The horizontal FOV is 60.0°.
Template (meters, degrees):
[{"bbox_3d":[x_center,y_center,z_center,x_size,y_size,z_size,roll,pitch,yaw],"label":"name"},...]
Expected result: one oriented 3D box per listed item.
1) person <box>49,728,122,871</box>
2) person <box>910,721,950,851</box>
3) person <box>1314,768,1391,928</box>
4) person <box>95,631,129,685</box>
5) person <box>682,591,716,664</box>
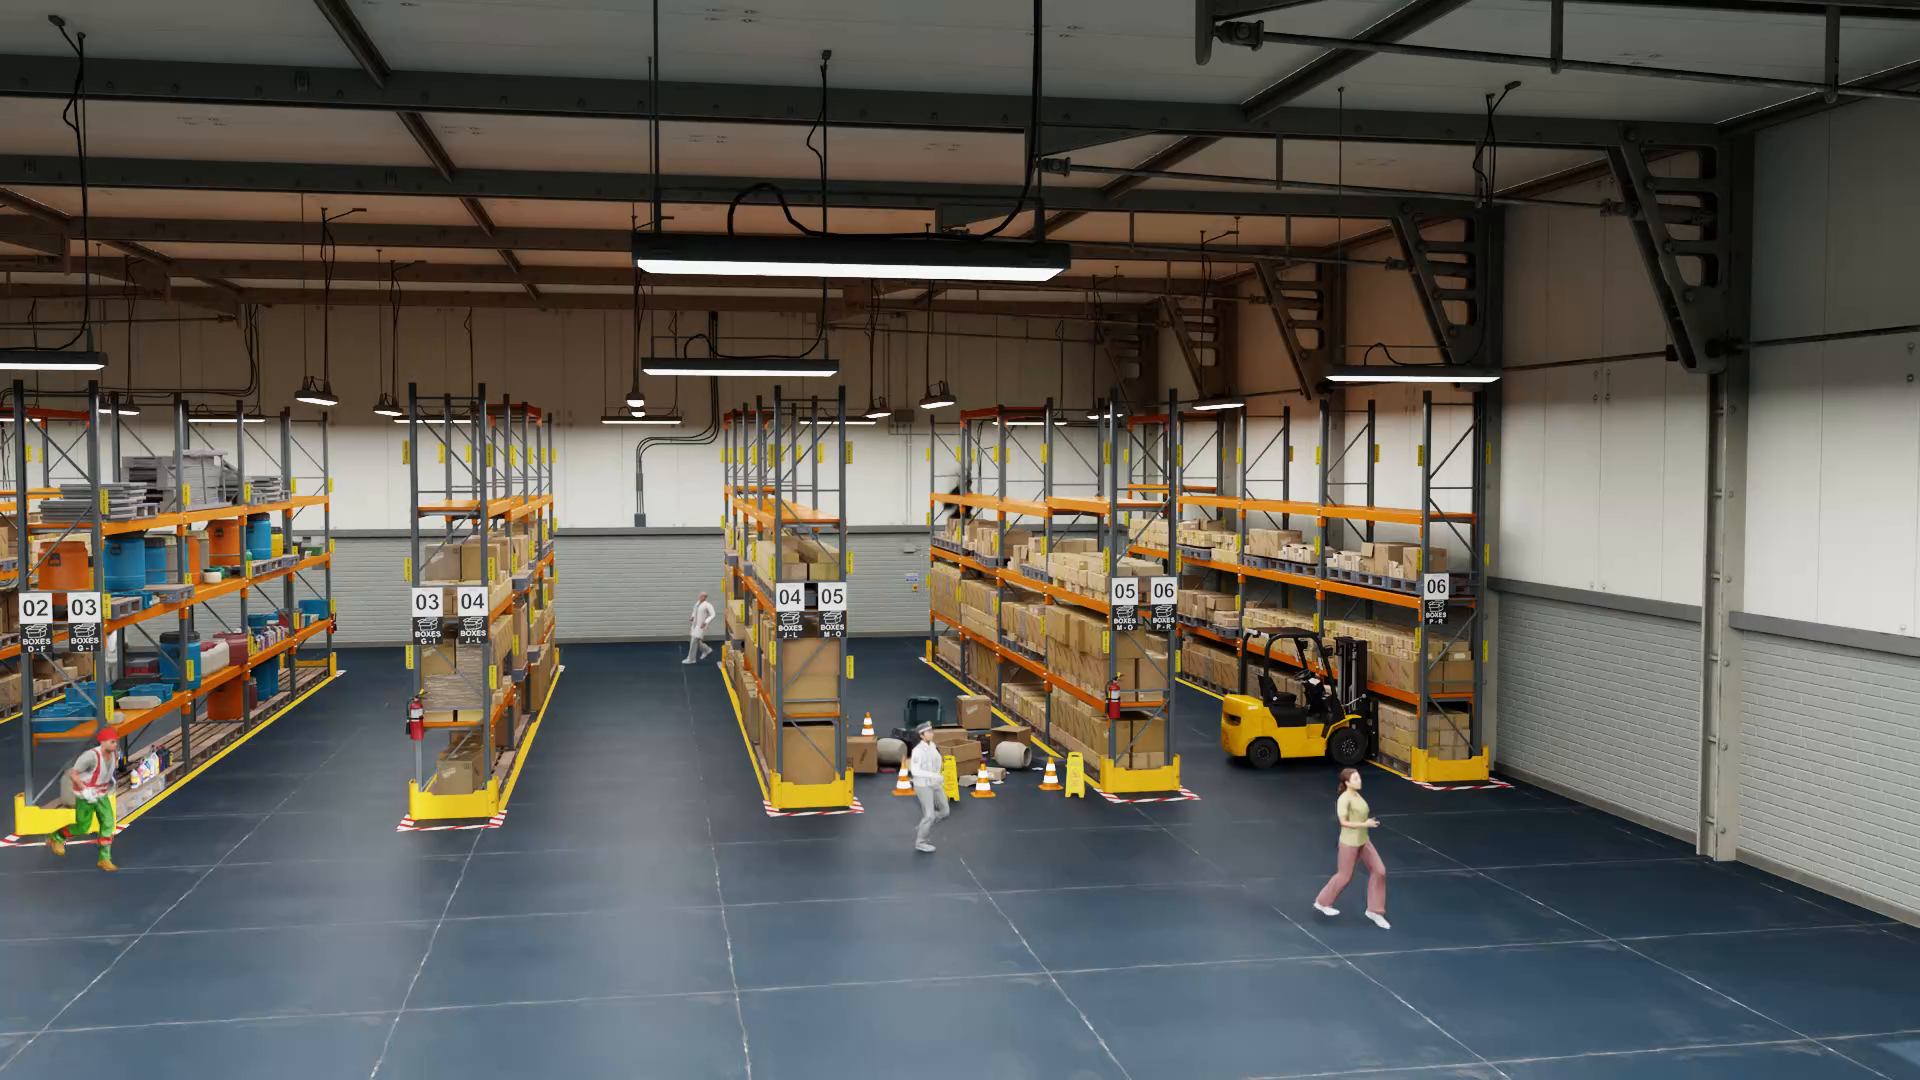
[{"bbox_3d":[-10.629,3.137,20.226,1.020,1.728,0.677,1,3,10],"label":"person"},{"bbox_3d":[-0.349,3.103,20.983,0.530,1.654,0.605,2,3,34],"label":"person"},{"bbox_3d":[4.209,3.279,17.809,0.825,1.698,0.578,2,4,41],"label":"person"},{"bbox_3d":[-16.828,2.436,32.967,0.665,1.797,0.926,-1,3,-12],"label":"person"},{"bbox_3d":[-6.209,2.104,40.004,0.866,1.746,0.770,-3,4,-43],"label":"person"}]
